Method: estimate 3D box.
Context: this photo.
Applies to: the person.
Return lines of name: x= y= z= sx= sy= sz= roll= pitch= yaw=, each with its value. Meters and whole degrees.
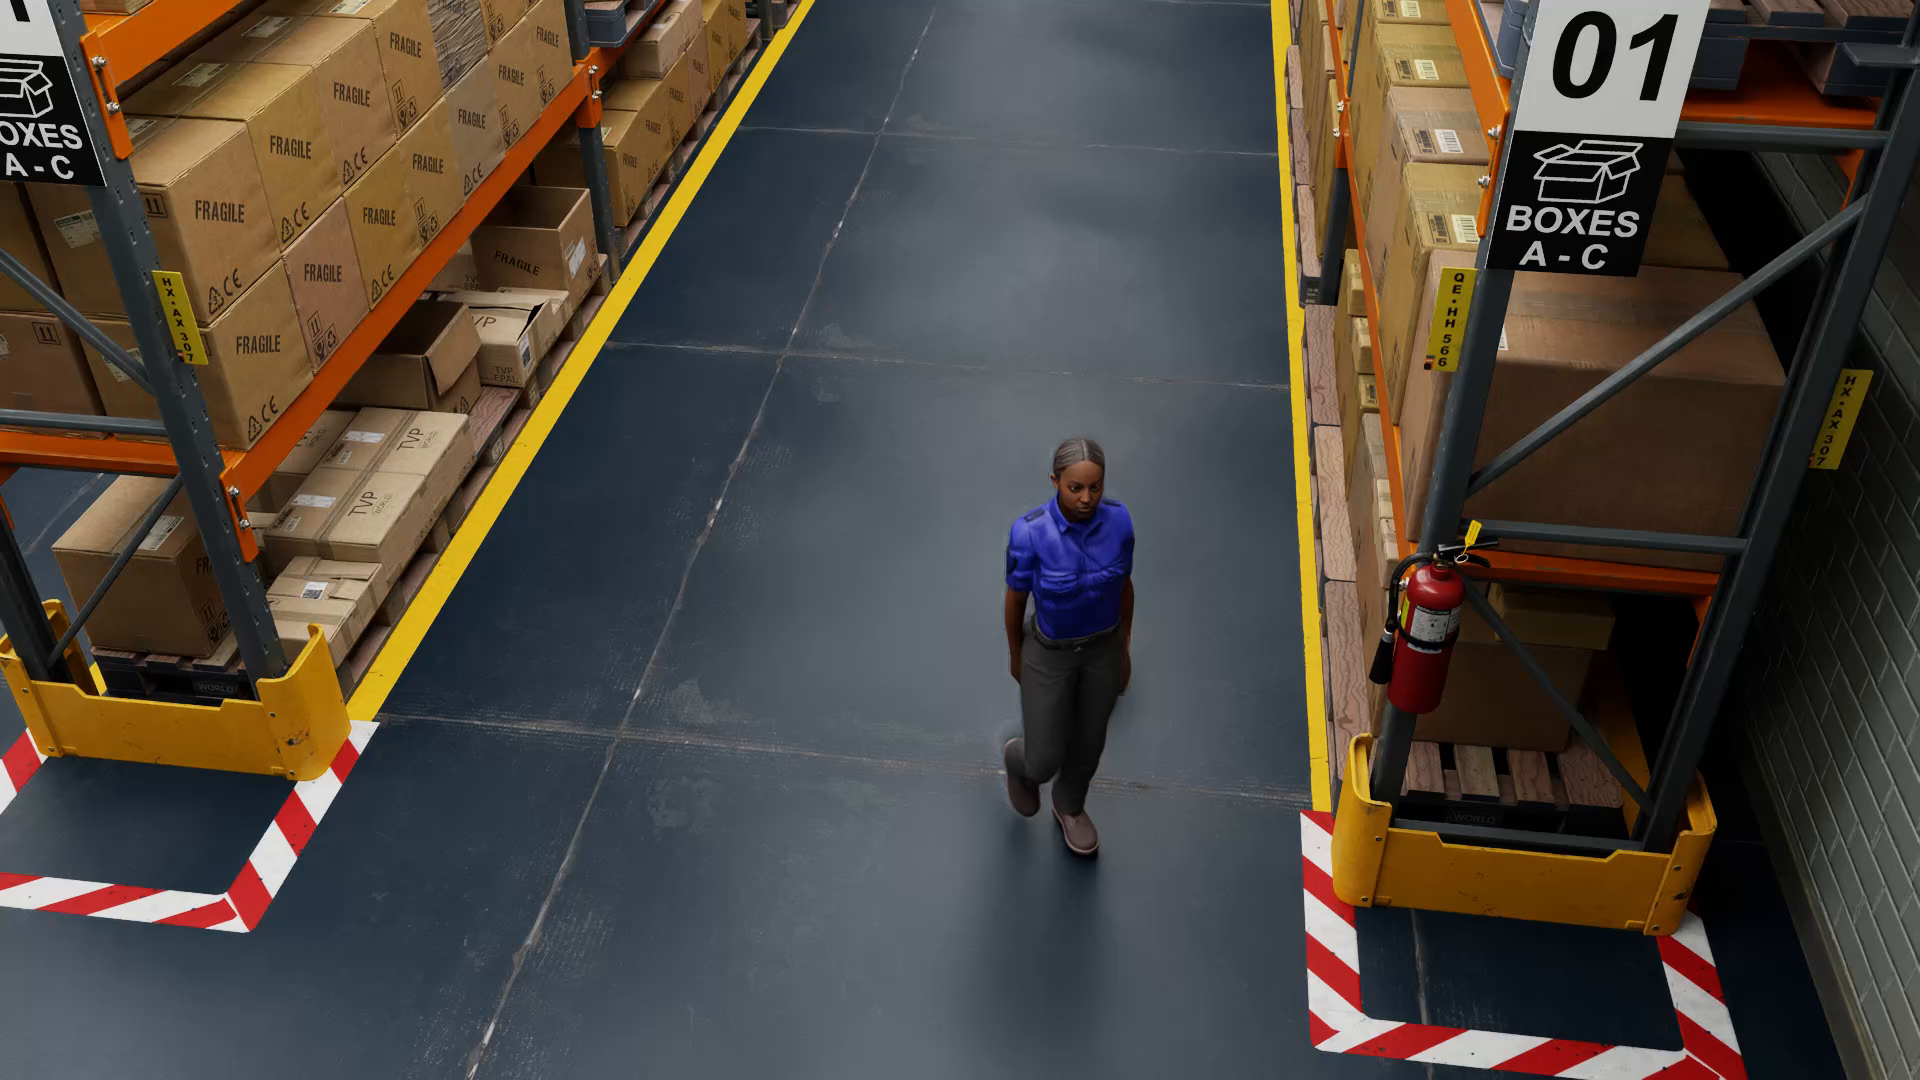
person: x=0.369 y=0.370 z=5.612 sx=0.436 sy=1.644 sz=0.464 roll=-11 pitch=38 yaw=-15
